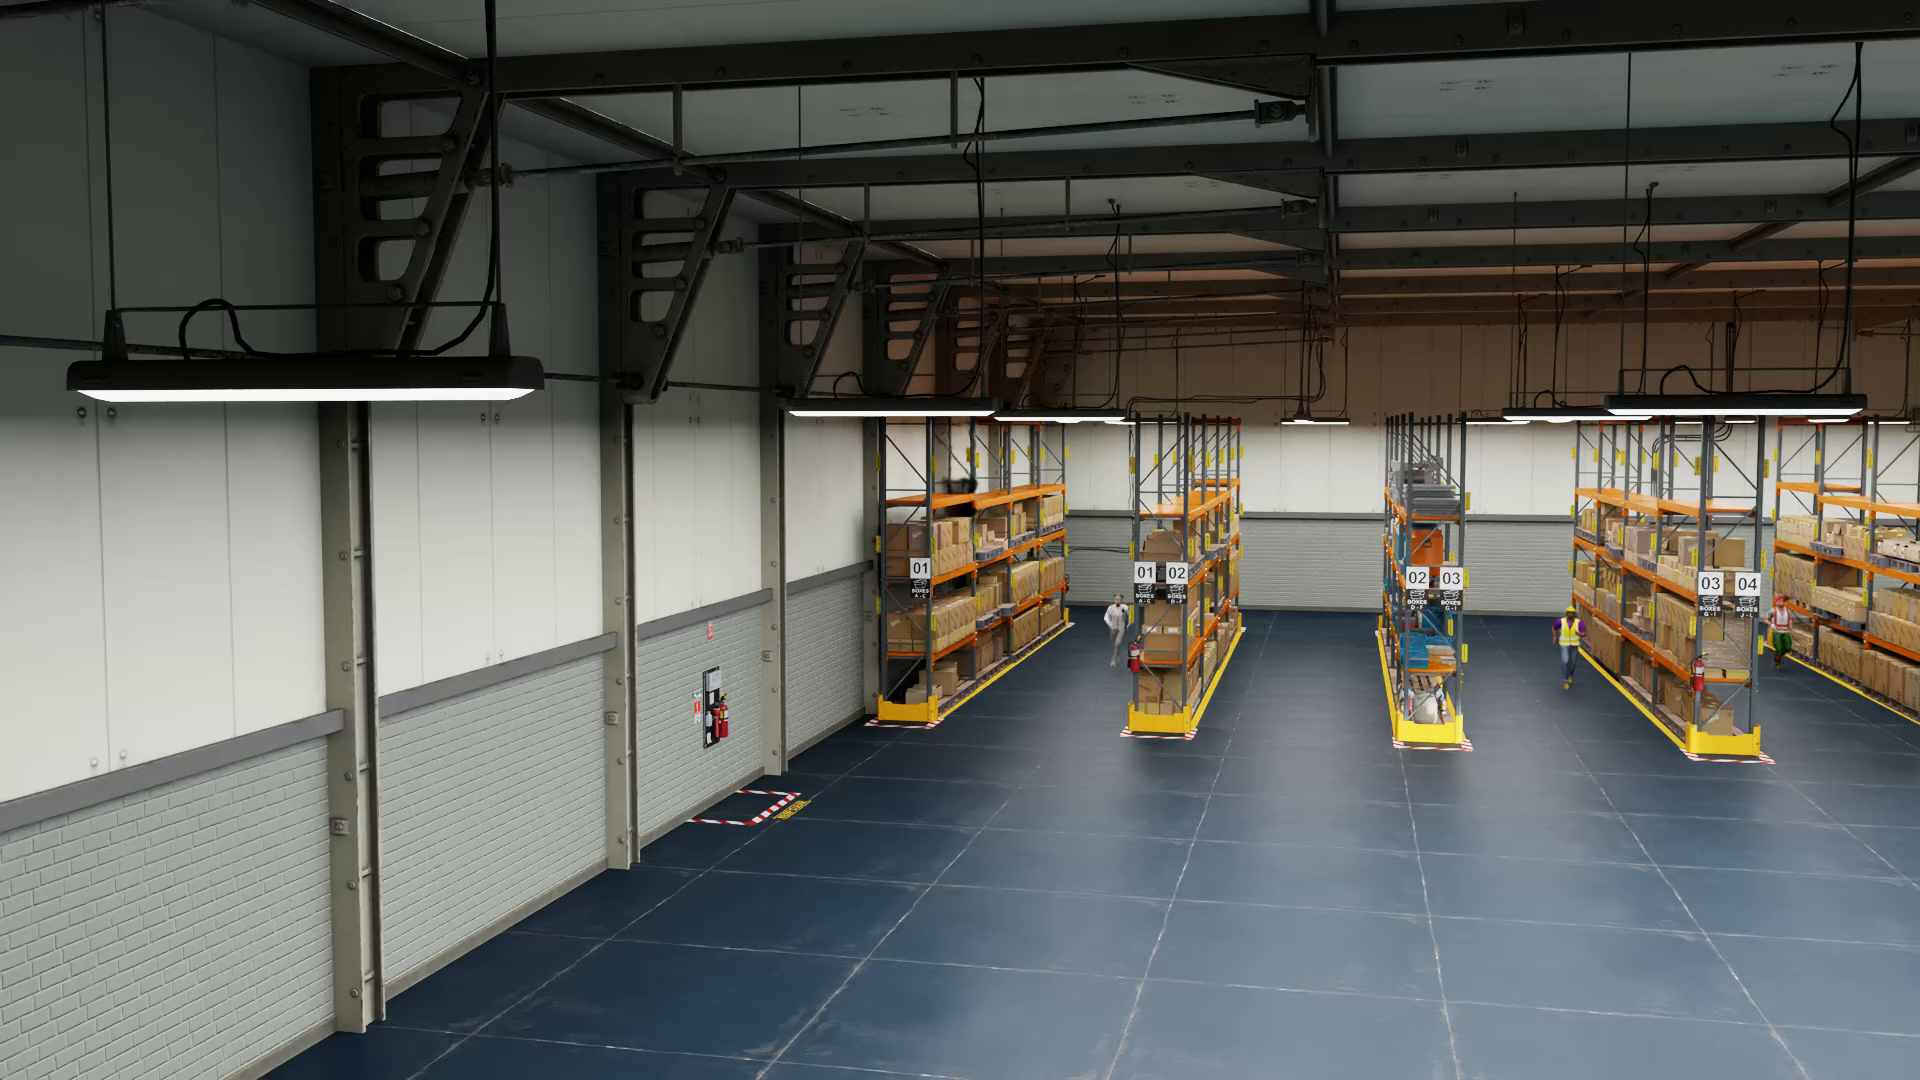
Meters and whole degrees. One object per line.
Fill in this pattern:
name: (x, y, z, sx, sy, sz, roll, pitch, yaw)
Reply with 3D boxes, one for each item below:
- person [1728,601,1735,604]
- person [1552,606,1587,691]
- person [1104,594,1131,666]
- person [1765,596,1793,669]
person: (19.862, 1.975, 43.197, 0.710, 1.666, 0.560, 2, 4, 27)
person: (13.398, 2.351, 36.551, 0.686, 1.804, 0.884, 1, 4, 11)
person: (3.642, 2.049, 38.322, 0.641, 1.658, 0.805, 1, 4, 13)
person: (19.415, 2.188, 39.375, 0.636, 1.737, 0.603, 0, 4, 7)
